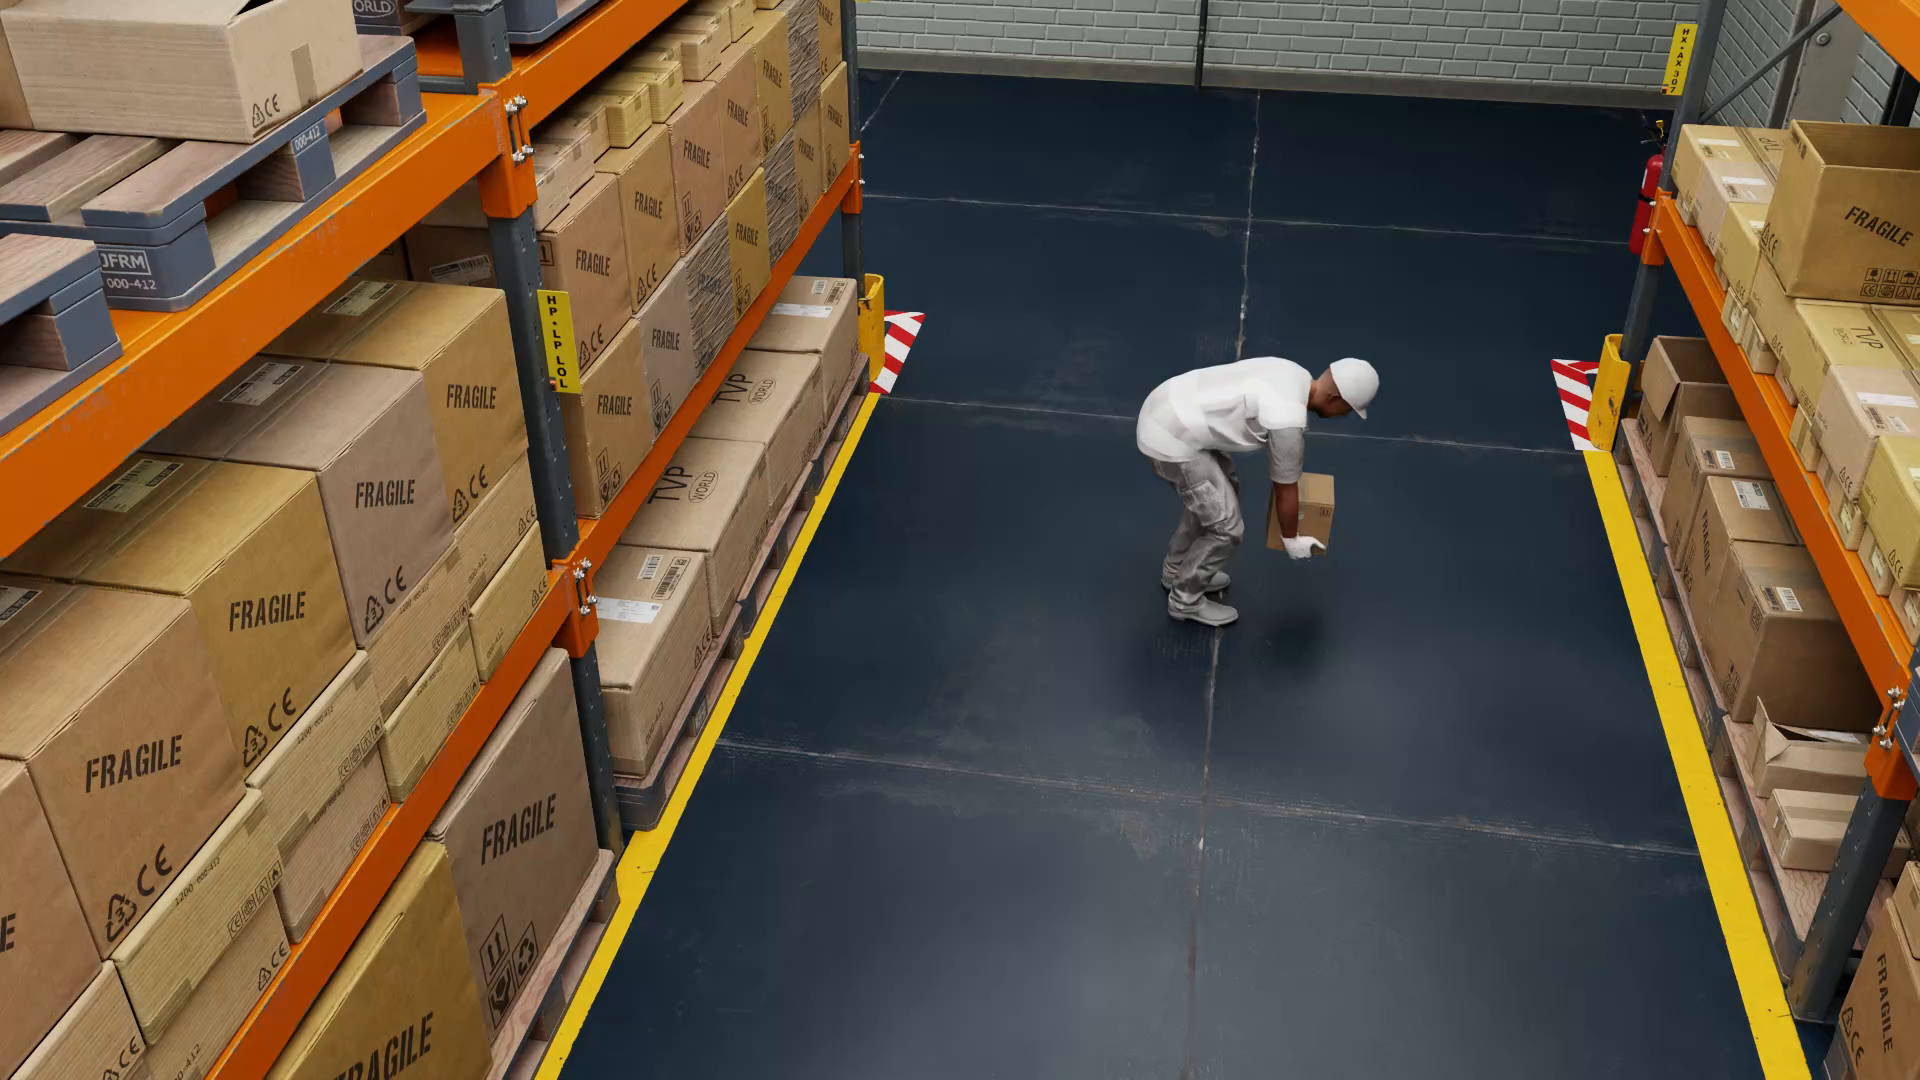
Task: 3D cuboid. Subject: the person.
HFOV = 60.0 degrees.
[{"bbox_3d":[1.213,-0.233,7.021,0.958,1.215,0.510,4,32,6],"label":"person"}]
